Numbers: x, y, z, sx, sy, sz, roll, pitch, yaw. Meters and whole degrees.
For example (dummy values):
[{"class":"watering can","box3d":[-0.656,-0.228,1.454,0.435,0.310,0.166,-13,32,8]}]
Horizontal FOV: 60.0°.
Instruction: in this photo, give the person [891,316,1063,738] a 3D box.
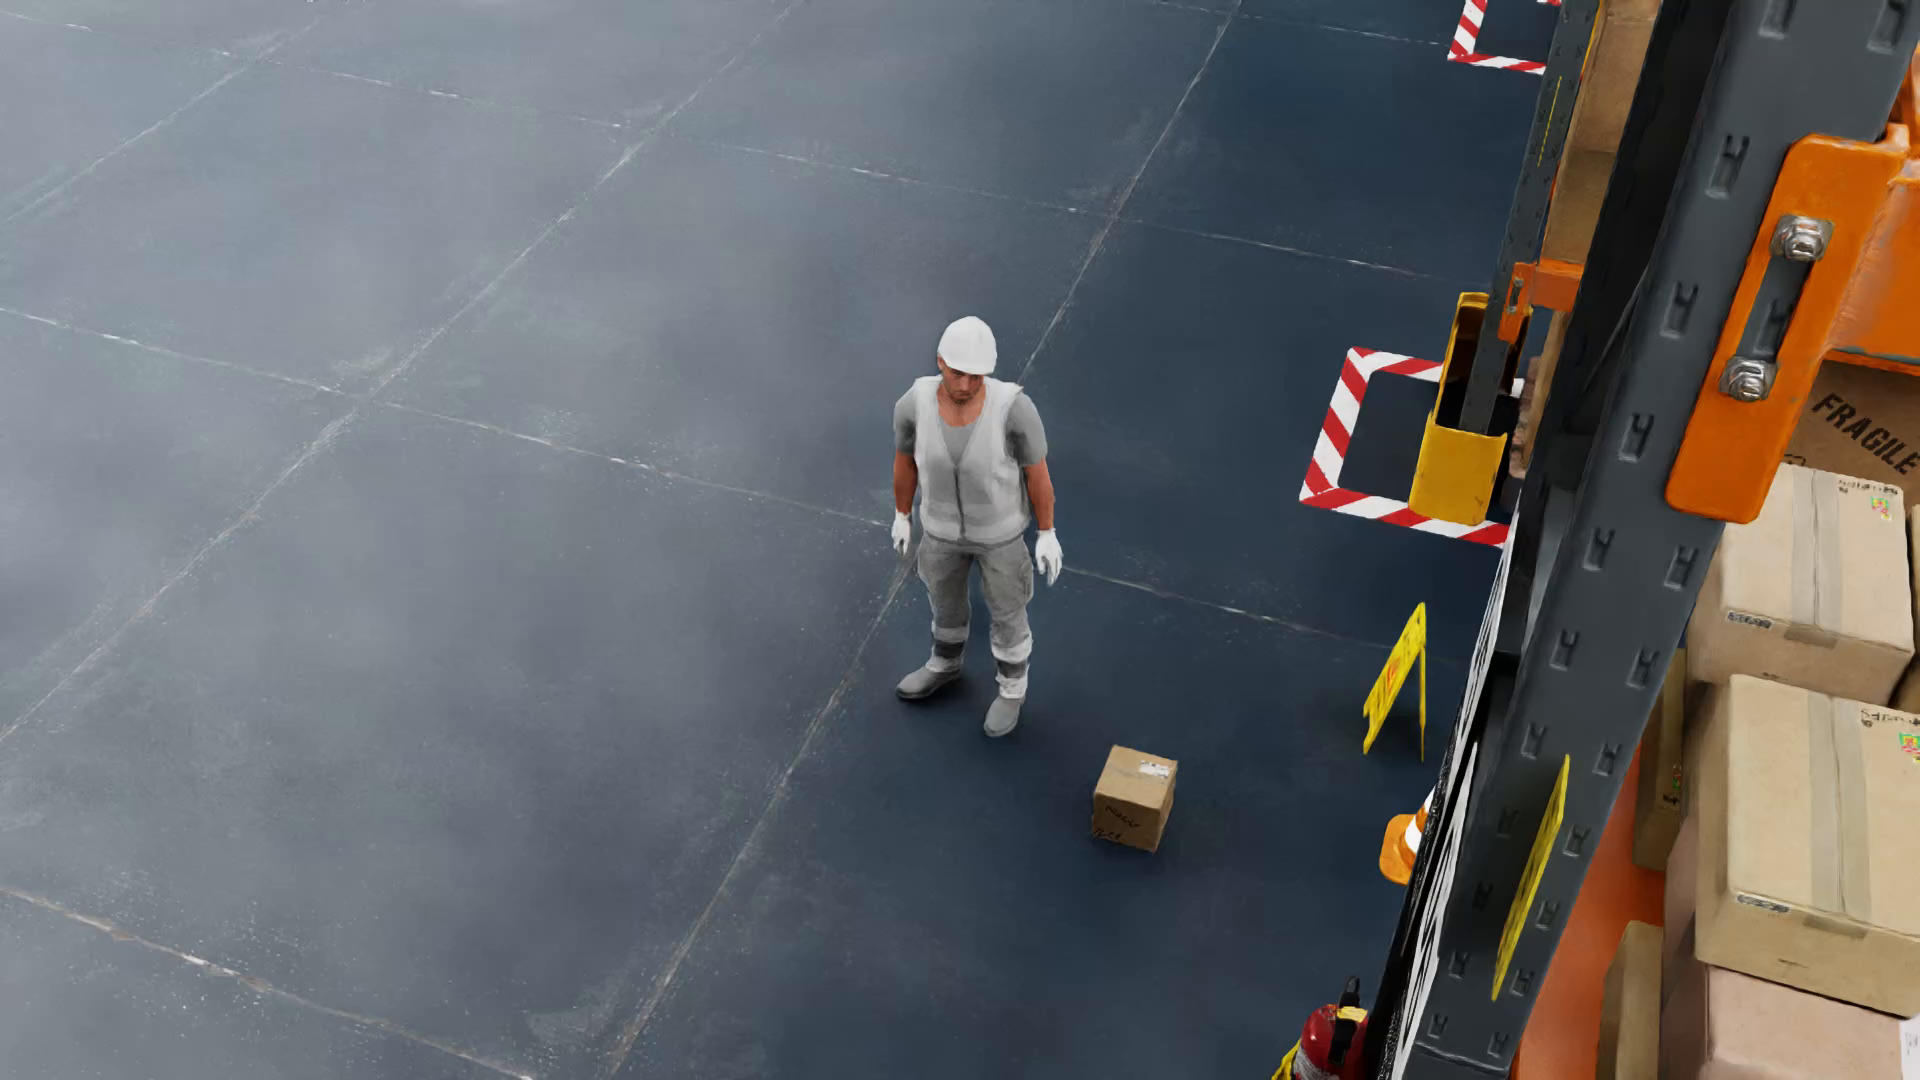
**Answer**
[{"class":"person","box3d":[0.061,-0.024,6.116,0.662,1.796,0.396,11,42,12]}]
